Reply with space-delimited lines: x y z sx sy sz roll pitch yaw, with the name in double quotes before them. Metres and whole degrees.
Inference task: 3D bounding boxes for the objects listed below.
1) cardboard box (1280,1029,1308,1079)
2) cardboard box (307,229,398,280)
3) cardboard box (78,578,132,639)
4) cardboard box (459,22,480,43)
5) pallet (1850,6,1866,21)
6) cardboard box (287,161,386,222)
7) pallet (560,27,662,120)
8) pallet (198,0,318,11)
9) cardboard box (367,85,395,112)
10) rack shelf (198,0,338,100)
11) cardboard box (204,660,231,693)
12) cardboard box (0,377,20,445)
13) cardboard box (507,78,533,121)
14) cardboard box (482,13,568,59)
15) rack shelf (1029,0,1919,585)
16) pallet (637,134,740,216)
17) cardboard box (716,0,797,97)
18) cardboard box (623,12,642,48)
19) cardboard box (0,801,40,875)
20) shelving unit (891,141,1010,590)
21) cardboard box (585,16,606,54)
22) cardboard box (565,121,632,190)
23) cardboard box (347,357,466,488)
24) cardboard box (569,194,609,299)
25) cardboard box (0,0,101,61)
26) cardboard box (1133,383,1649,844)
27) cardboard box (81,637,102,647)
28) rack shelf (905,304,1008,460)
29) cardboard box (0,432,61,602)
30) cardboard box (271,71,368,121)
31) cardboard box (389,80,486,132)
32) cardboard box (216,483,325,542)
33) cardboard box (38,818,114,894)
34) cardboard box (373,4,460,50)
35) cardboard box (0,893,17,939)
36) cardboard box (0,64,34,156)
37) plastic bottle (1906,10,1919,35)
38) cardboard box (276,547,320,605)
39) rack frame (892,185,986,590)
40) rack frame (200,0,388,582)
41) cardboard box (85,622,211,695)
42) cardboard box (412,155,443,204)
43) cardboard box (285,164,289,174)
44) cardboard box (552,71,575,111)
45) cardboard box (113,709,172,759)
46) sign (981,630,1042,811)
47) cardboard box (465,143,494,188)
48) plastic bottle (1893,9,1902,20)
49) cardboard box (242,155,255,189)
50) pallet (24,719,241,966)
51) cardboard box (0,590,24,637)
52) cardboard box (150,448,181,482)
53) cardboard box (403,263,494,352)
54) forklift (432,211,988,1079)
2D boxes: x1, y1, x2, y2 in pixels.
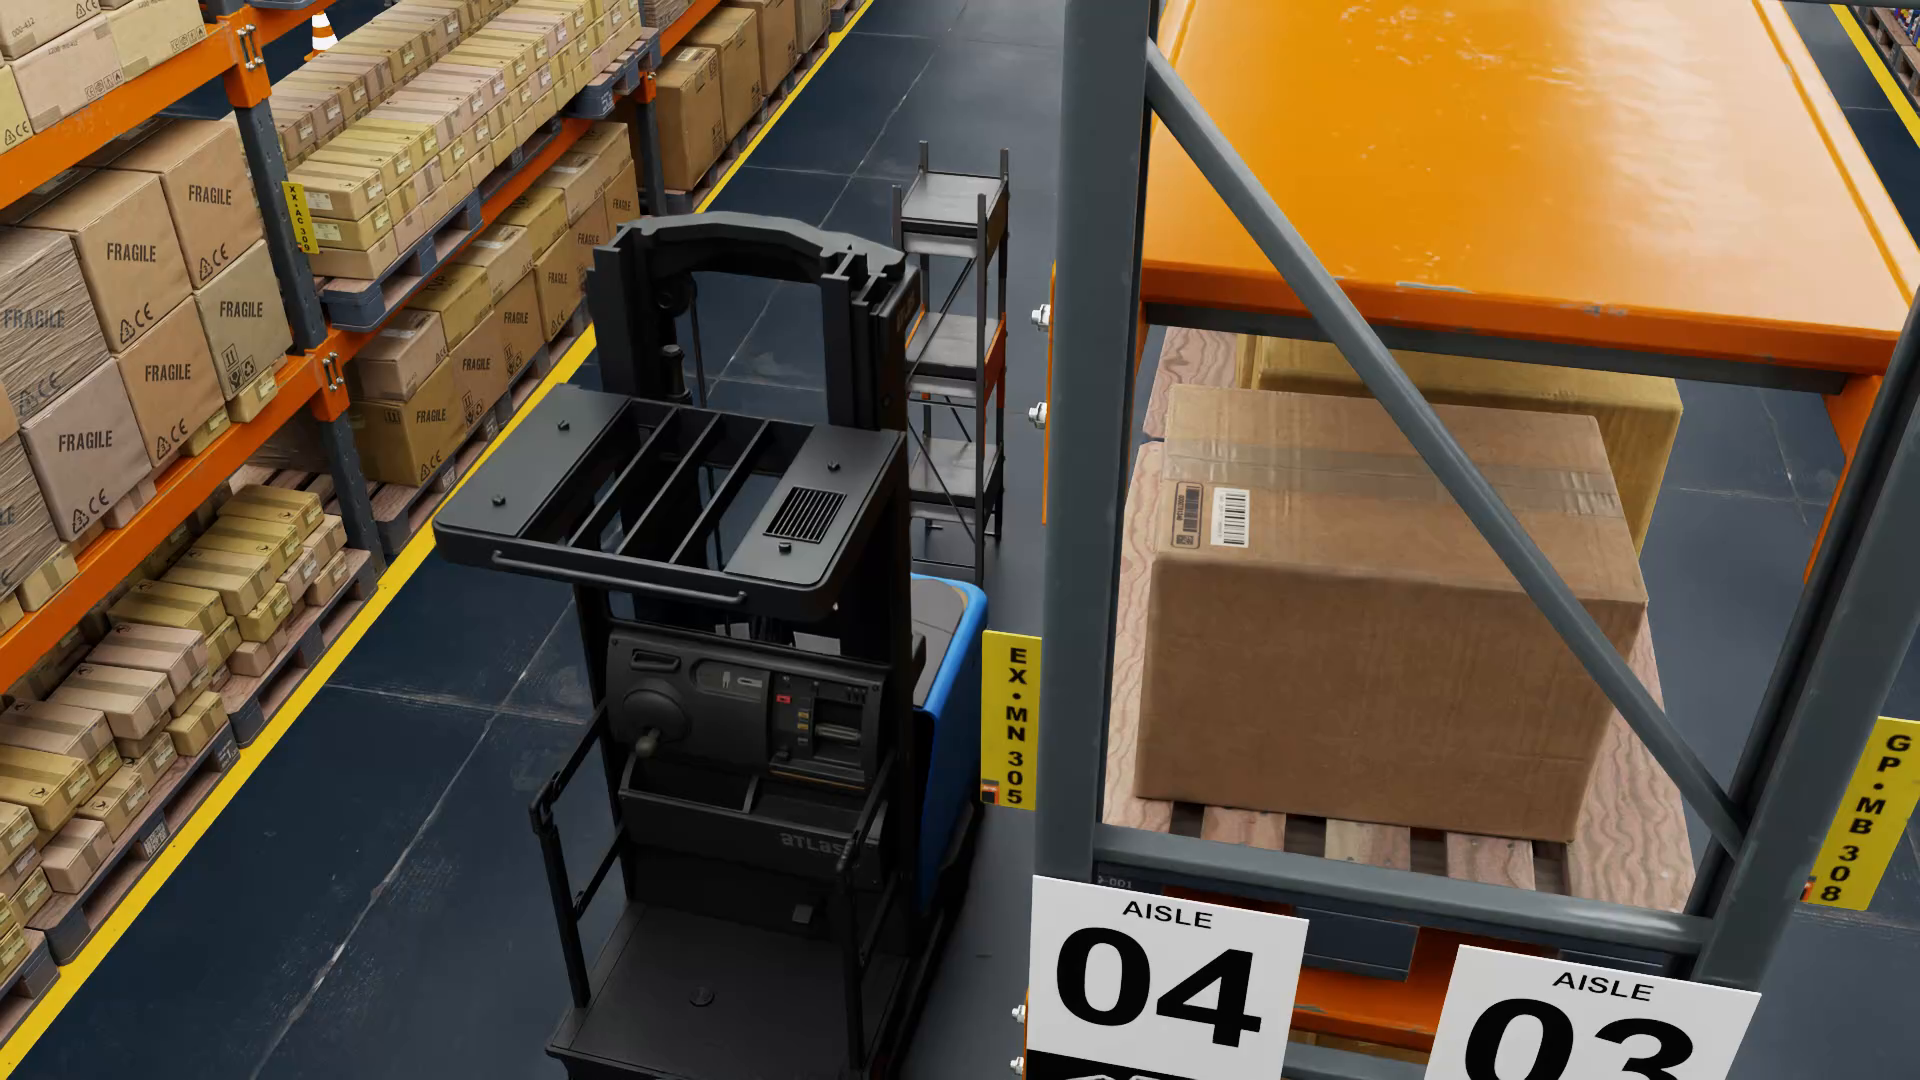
"cardboard box" 0.454 1.203 3.539 0.500 0.500 0.500 8 37 11
"cardboard box" -2.829 -1.331 7.656 0.380 0.149 0.250 6 36 8
"cardboard box" -3.795 0.275 7.149 0.380 0.149 0.250 6 36 9
"cardboard box" -2.971 -2.870 9.527 0.380 0.149 0.250 7 37 10
"pallet" 8.714 -5.030 15.280 1.003 0.211 1.213 7 37 10
"cardboard box" -2.829 -1.572 7.482 0.380 0.149 0.250 9 37 12
"pallet" -2.556 -2.888 10.112 1.213 0.211 1.003 7 37 10
"pallet" -3.127 -2.573 7.118 1.213 0.211 1.003 7 37 10
"cardboard box" -3.193 -2.292 8.729 0.380 0.149 0.250 7 37 10
"rack shelf" -2.936 -3.164 8.387 1.077 0.370 4.000 7 37 10
"cardboard box" -3.419 0.592 7.219 0.380 0.149 0.250 6 36 9
"cardboard box" -3.522 -0.469 5.420 0.500 0.500 0.500 6 36 8
"cardboard box" -2.497 -2.348 8.806 0.380 0.149 0.250 7 36 9
"cardboard box" -2.388 -2.773 9.140 0.380 0.149 0.250 7 37 10
"rack shelf" 1.034 -1.244 3.522 1.077 0.370 4.000 7 37 10
"pallet" -2.266 -2.701 12.067 1.003 0.211 1.213 7 37 10
"cardboard box" -1.908 -4.020 13.070 1.050 0.750 0.750 7 37 10
"cardboard box" -2.165 -3.115 10.119 0.380 0.149 0.250 8 37 11
"cardboard box" -3.612 1.073 6.048 0.380 0.149 0.250 9 37 12
"shelving unit" -0.035 -0.755 7.773 0.431 2.100 0.503 7 37 10
"cardboard box" -2.278 -2.931 9.611 0.380 0.149 0.250 8 37 11
"cardboard box" -2.398 -2.424 10.442 0.500 0.250 0.500 6 36 9
"cardboard box" -2.946 -0.642 8.623 0.500 0.500 0.500 9 37 12
"cardboard box" -2.508 -1.838 10.272 0.500 0.500 0.500 9 37 12
"cardboard box" -3.335 -1.857 5.672 0.500 0.250 0.500 6 36 8
"cardboard box" 0.666 0.108 2.730 0.700 0.500 0.500 5 36 7
"cardboard box" -3.796 0.392 7.241 0.380 0.149 0.250 6 36 8
"rack shelf" -0.035 -0.744 7.781 0.431 0.518 0.480 7 37 10
"cardboard box" -3.542 -0.067 5.718 0.500 0.500 0.500 6 36 9
"cardboard box" -3.242 -2.251 8.419 0.380 0.149 0.250 6 36 8
"cardboard box" -2.609 -2.168 8.305 0.380 0.149 0.250 7 37 10
"cardboard box" -3.184 -0.114 7.686 0.380 0.149 0.250 8 37 11
"cardboard box" -3.509 1.197 6.384 0.380 0.149 0.250 6 36 8
"cardboard box" -3.021 -2.854 9.252 0.380 0.149 0.250 9 37 12
"cardboard box" -3.614 1.360 5.906 0.380 0.149 0.250 8 37 11
"cardboard box" -3.430 -1.357 5.408 0.500 0.250 0.500 7 37 9
"plastic bottle" 8.033 -4.376 13.952 0.097 0.271 0.097 0 36 0
"cardboard box" -3.165 0.147 7.579 0.380 0.149 0.250 6 36 8
"rack frame" -0.087 -0.615 7.580 0.400 2.100 0.015 7 37 10
"rack frame" -3.363 -1.094 7.474 1.000 3.000 0.127 7 37 10
"cardboard box" -3.346 0.487 6.857 0.380 0.149 0.250 6 36 8
"cardboard box" -2.721 -1.748 7.979 0.380 0.149 0.250 8 37 11
"cardboard box" -3.416 -1.687 7.894 0.380 0.149 0.250 8 37 10
"cardboard box" -2.387 -2.529 9.309 0.380 0.149 0.250 6 36 8
"cardboard box" -3.467 0.734 6.770 0.380 0.149 0.250 6 36 8
"sign" 0.080 0.262 2.360 0.100 0.325 0.005 7 37 10
"cardboard box" -2.610 -1.923 8.473 0.380 0.149 0.250 6 36 8
"plastic bottle" 8.105 -4.624 14.283 0.061 0.283 0.133 8 37 11
"cardboard box" -3.468 -1.658 7.601 0.380 0.149 0.250 9 37 12
"pallet" -3.730 1.126 6.787 1.003 0.211 1.213 7 37 10
"cardboard box" -3.544 0.255 5.826 0.380 0.149 0.250 9 37 12
"cardboard box" -3.381 -0.353 6.665 0.380 0.149 0.250 6 36 9
"cardboard box" -2.835 -1.252 8.824 0.500 0.250 0.500 8 37 11
"forklift" -0.750 0.617 5.171 1.130 2.935 3.031 9 37 12
